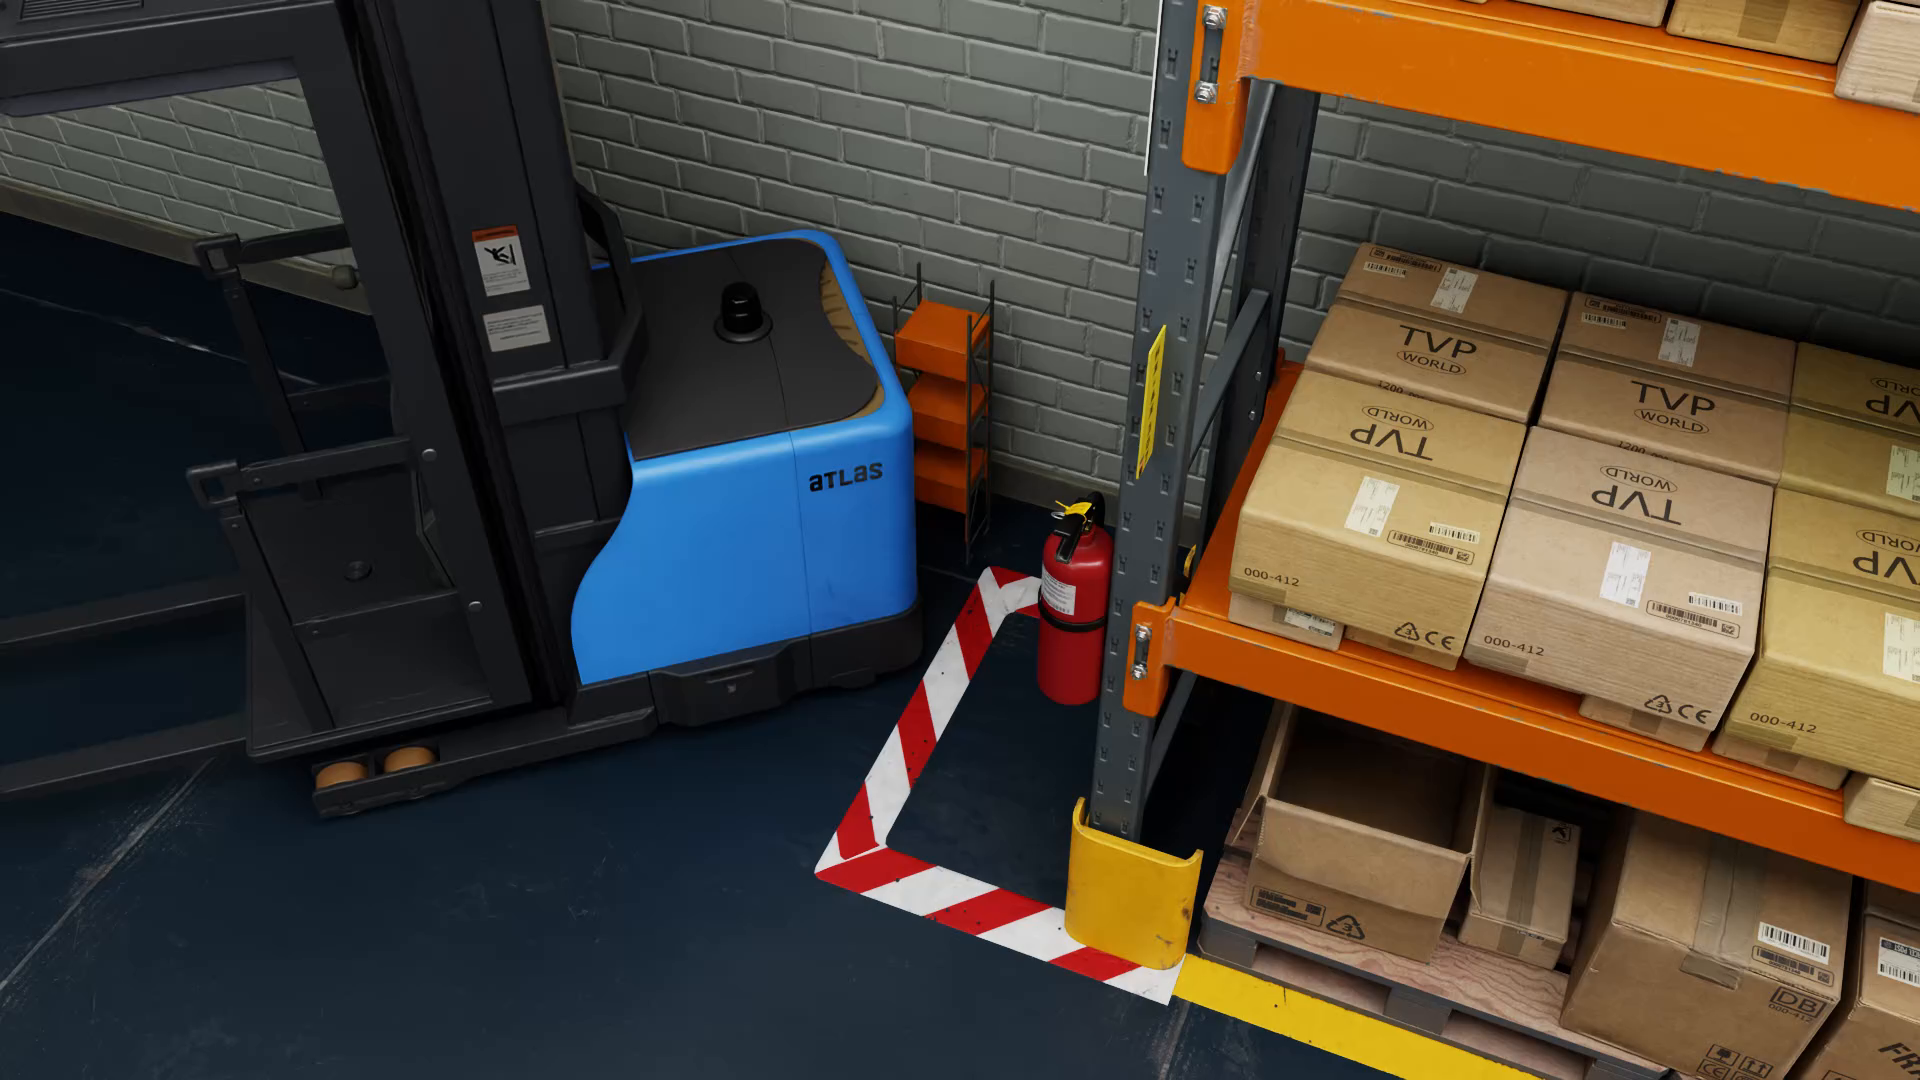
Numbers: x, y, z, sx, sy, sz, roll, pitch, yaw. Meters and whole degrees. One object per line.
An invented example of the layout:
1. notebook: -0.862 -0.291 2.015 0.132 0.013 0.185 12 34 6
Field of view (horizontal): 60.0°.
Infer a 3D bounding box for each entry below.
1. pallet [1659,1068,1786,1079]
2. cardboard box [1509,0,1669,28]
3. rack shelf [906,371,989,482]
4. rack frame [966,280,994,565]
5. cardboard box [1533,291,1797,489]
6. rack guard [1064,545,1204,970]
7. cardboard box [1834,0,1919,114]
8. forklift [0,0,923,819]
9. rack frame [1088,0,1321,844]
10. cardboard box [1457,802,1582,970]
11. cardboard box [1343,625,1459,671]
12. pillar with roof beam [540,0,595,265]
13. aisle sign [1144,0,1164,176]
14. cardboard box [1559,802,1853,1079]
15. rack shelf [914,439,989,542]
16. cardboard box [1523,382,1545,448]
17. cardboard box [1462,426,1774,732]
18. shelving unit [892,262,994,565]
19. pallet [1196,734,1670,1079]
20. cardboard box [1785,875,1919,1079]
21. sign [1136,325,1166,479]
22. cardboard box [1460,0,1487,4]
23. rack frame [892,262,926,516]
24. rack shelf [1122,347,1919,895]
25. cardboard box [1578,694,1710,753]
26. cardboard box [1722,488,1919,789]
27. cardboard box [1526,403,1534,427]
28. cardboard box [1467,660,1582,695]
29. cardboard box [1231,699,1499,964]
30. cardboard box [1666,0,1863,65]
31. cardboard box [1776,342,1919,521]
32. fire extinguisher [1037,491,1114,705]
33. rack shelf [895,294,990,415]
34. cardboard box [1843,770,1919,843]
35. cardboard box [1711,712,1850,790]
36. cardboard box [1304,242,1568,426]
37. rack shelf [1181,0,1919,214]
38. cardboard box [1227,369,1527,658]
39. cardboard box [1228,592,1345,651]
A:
1. pallet: 2.514 1.242 4.353 1.213 0.211 1.003 16 47 16
2. cardboard box: 1.043 -0.998 2.678 0.250 0.149 0.380 17 47 17
3. rack shelf: -0.049 -0.379 5.402 0.240 0.259 0.215 16 47 16
4. rack frame: 0.063 -0.354 5.361 0.008 1.050 0.200 16 47 16
5. cardboard box: 1.588 -0.275 3.795 0.500 0.250 0.500 17 47 16
6. rack guard: 0.656 0.591 4.802 0.348 0.500 1.175 16 47 16
7. cardboard box: 1.463 -0.782 2.461 0.250 0.149 0.380 17 47 17
8. forklift: -1.693 -0.643 4.318 3.031 2.935 1.130 -12 46 -12
9. rack frame: 0.586 -0.316 3.941 0.127 3.000 1.000 16 47 16
10. cardboard box: 1.491 0.915 4.428 0.250 0.149 0.380 15 47 14
11. cardboard box: 1.036 0.080 3.721 0.250 0.149 0.380 17 47 17
12. pillar with roof beam: -3.213 -0.959 0.334 0.400 9.000 9.100 16 47 16
13. aisle sign: 0.410 -1.065 2.850 0.004 0.787 0.394 16 47 16
14. cardboard box: 1.888 0.907 4.186 0.500 0.500 0.700 18 48 17
15. rack shelf: -0.049 -0.182 5.598 0.240 0.259 0.215 16 47 16
16. cardboard box: 1.483 -0.186 3.989 0.250 0.149 0.380 15 47 15
17. cardboard box: 1.366 0.067 3.451 0.500 0.250 0.500 17 47 16
18. shelving unit: -0.049 -0.387 5.394 0.252 1.050 0.215 16 47 16
19. pallet: 1.392 0.909 4.687 1.213 0.211 1.003 16 47 16
20. cardboard box: 2.337 1.115 3.977 0.500 0.500 0.500 17 47 17
21. sign: 0.377 -0.269 3.280 0.005 0.325 0.100 16 47 16
22. cardboard box: 0.791 -1.052 2.732 0.250 0.149 0.380 17 47 17
23. rack frame: -0.162 -0.420 5.428 0.008 1.050 0.200 16 47 16
24. rack shelf: 2.432 0.482 3.649 4.000 0.370 1.077 16 47 16
25. cardboard box: 1.502 0.237 3.563 0.250 0.149 0.380 18 48 17
26. cardboard box: 1.835 0.203 3.315 0.500 0.250 0.500 16 47 15
27. cardboard box: 1.206 -0.202 4.005 0.250 0.149 0.380 18 48 17
28. cardboard box: 1.292 0.129 3.672 0.250 0.149 0.380 16 47 15
29. cardboard box: 1.114 0.648 4.444 0.637 0.503 0.797 15 47 14
30. cardboard box: 1.273 -0.917 2.597 0.250 0.149 0.380 17 47 16
31. cardboard box: 2.043 -0.137 3.657 0.500 0.250 0.500 18 48 17
32. fire extinguisher: 0.272 0.105 3.837 0.183 0.674 0.296 16 47 16
33. rack shelf: -0.049 -0.580 5.202 0.240 0.259 0.215 16 47 16
34. cardboard box: 1.954 0.423 3.376 0.250 0.149 0.380 15 47 15
35. cardboard box: 1.749 0.306 3.494 0.250 0.149 0.380 17 47 16
36. cardboard box: 1.113 -0.416 3.937 0.500 0.250 0.500 18 48 17
37. rack shelf: 2.432 -0.581 2.591 4.000 0.370 1.077 16 47 16
38. cardboard box: 0.901 -0.069 3.588 0.500 0.250 0.500 17 47 16
39. cardboard box: 0.784 0.041 3.760 0.250 0.149 0.380 16 47 16
